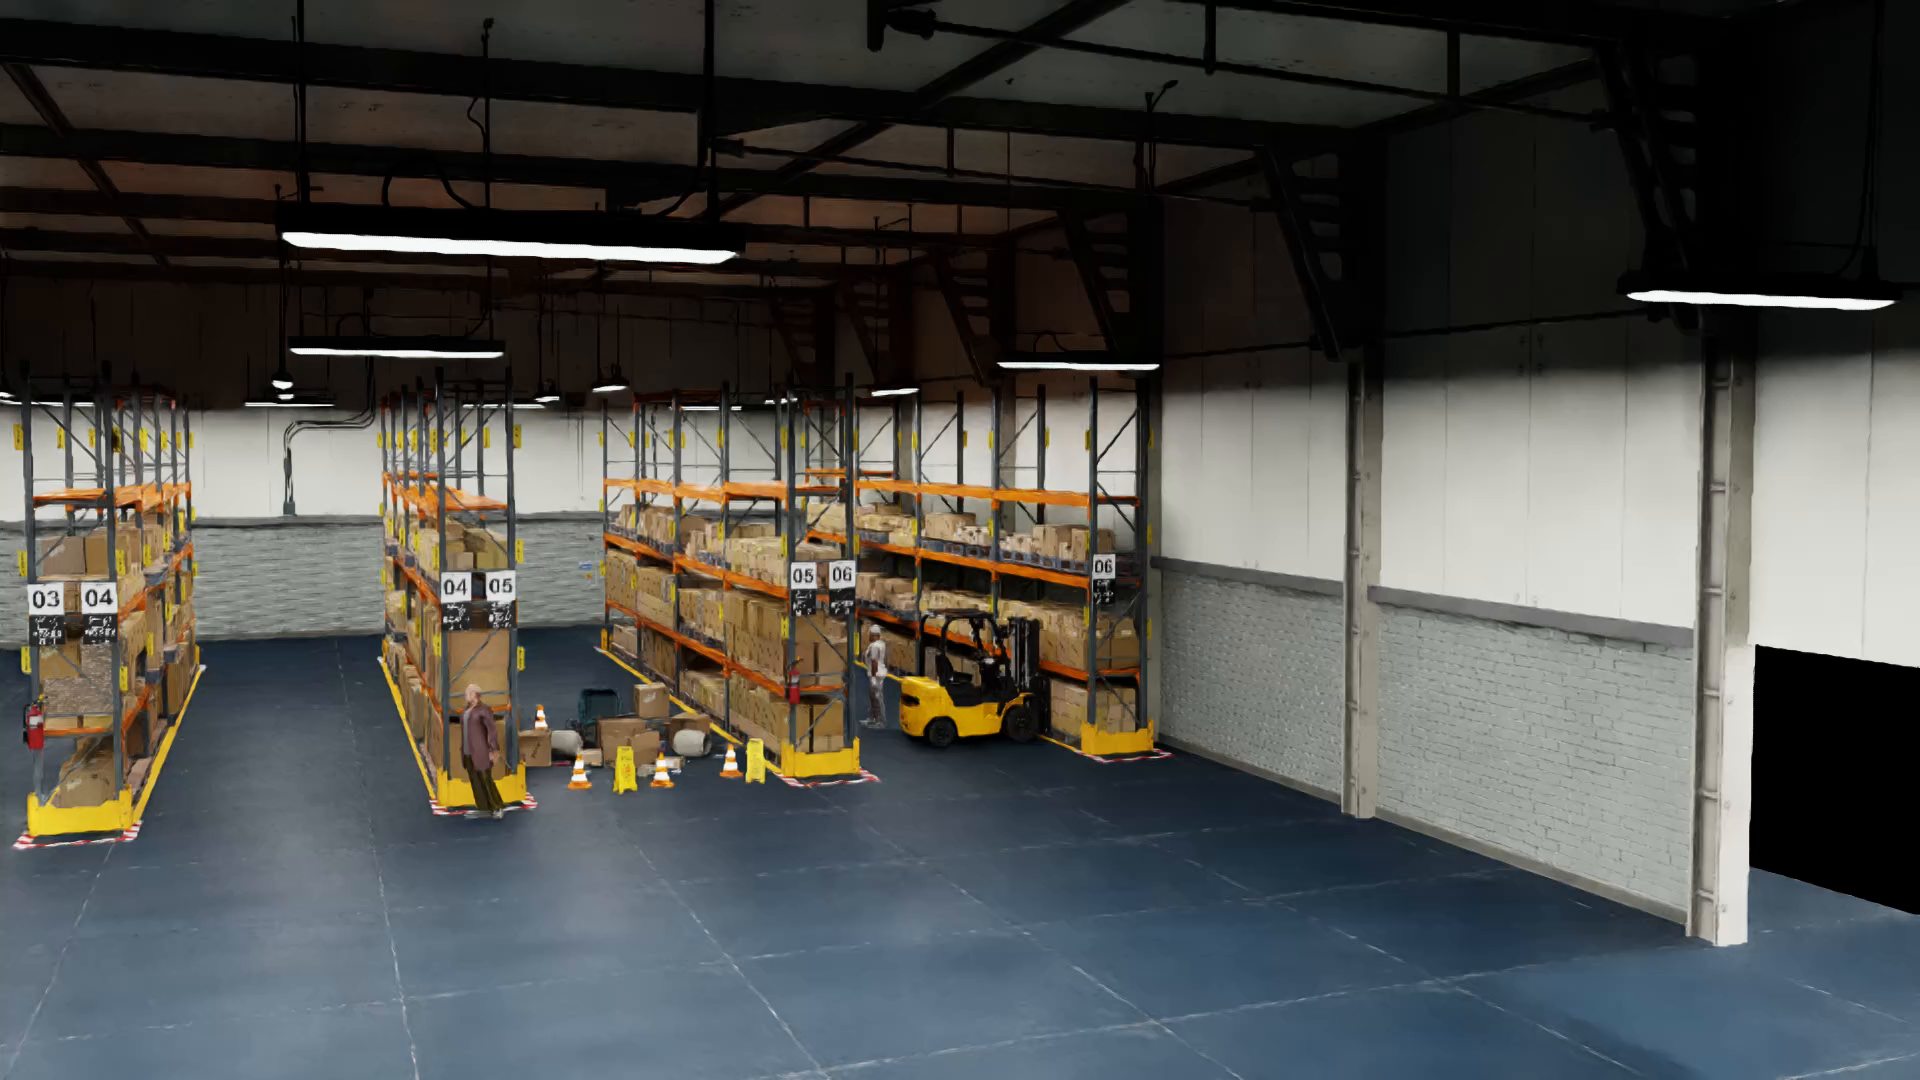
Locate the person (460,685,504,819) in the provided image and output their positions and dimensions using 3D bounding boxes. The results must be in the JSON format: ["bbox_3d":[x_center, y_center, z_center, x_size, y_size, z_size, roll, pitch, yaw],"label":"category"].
[{"bbox_3d":[-6.319,2.796,22.011,0.679,1.770,0.475,3,4,36],"label":"person"}]

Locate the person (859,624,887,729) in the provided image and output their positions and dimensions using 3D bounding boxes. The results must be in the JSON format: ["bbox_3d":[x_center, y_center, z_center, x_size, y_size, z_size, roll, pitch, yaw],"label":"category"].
[{"bbox_3d":[-1.516,2.357,28.886,0.493,1.785,0.616,0,3,8],"label":"person"}]
